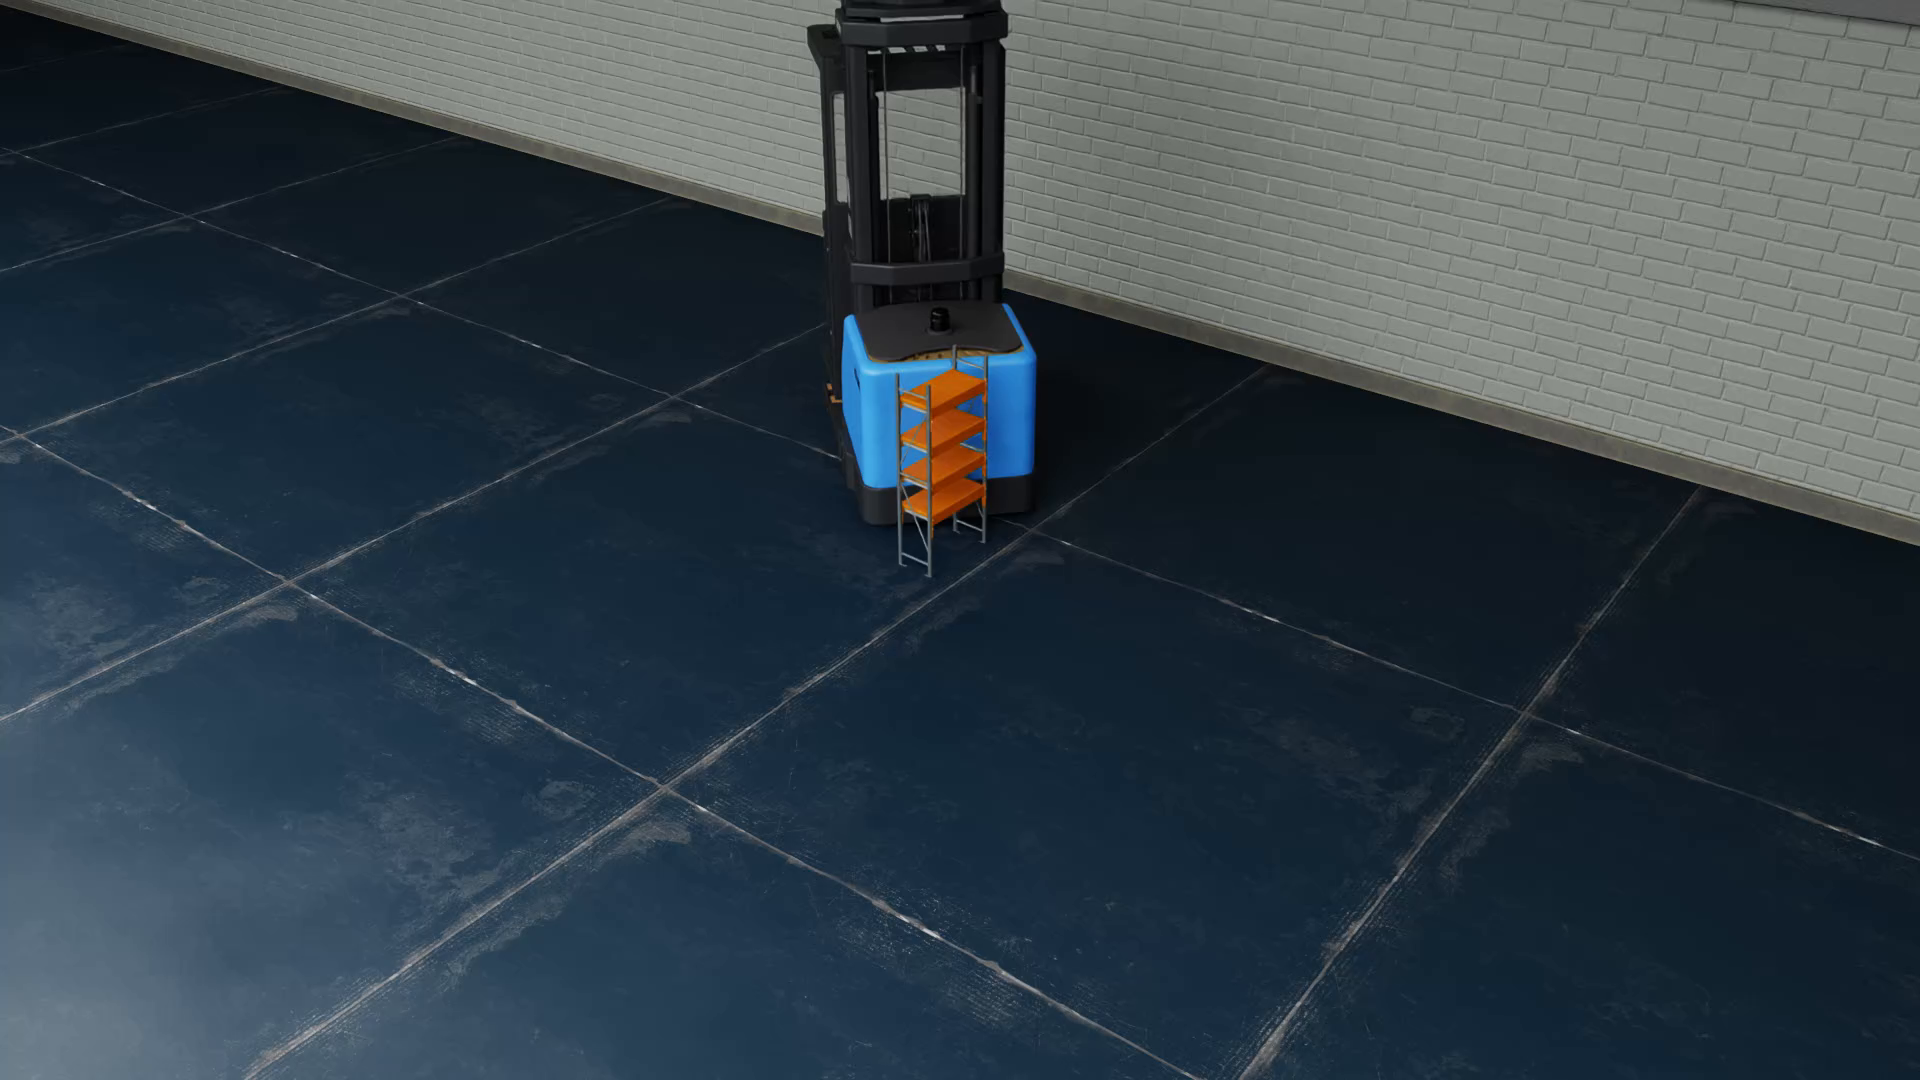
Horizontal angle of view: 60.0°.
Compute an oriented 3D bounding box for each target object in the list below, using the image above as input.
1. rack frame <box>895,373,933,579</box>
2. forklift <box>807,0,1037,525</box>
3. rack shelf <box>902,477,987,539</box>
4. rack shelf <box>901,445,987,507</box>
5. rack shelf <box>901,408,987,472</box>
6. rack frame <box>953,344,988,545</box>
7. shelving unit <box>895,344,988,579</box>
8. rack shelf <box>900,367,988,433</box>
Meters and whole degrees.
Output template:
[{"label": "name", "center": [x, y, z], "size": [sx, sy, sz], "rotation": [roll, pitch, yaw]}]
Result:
[{"label": "rack frame", "center": [-0.252, -0.338, 9.143], "size": [0.240, 1.200, 0.015], "rotation": [23, 37, 33]}, {"label": "forklift", "center": [-0.322, -2.085, 10.393], "size": [1.130, 2.935, 3.031], "rotation": [-5, 31, -9]}, {"label": "rack shelf", "center": [-0.098, -0.205, 9.441], "size": [0.258, 0.148, 0.480], "rotation": [23, 37, 33]}, {"label": "rack shelf", "center": [-0.098, -0.376, 9.340], "size": [0.258, 0.148, 0.480], "rotation": [23, 37, 33]}, {"label": "rack shelf", "center": [-0.098, -0.569, 9.226], "size": [0.258, 0.148, 0.480], "rotation": [23, 37, 33]}, {"label": "rack frame", "center": [0.057, -0.530, 9.468], "size": [0.240, 1.200, 0.015], "rotation": [23, 37, 33]}, {"label": "shelving unit", "center": [-0.098, -0.434, 9.306], "size": [0.258, 1.200, 0.503], "rotation": [23, 37, 33]}, {"label": "rack shelf", "center": [-0.098, -0.772, 9.105], "size": [0.258, 0.148, 0.480], "rotation": [23, 37, 33]}]
